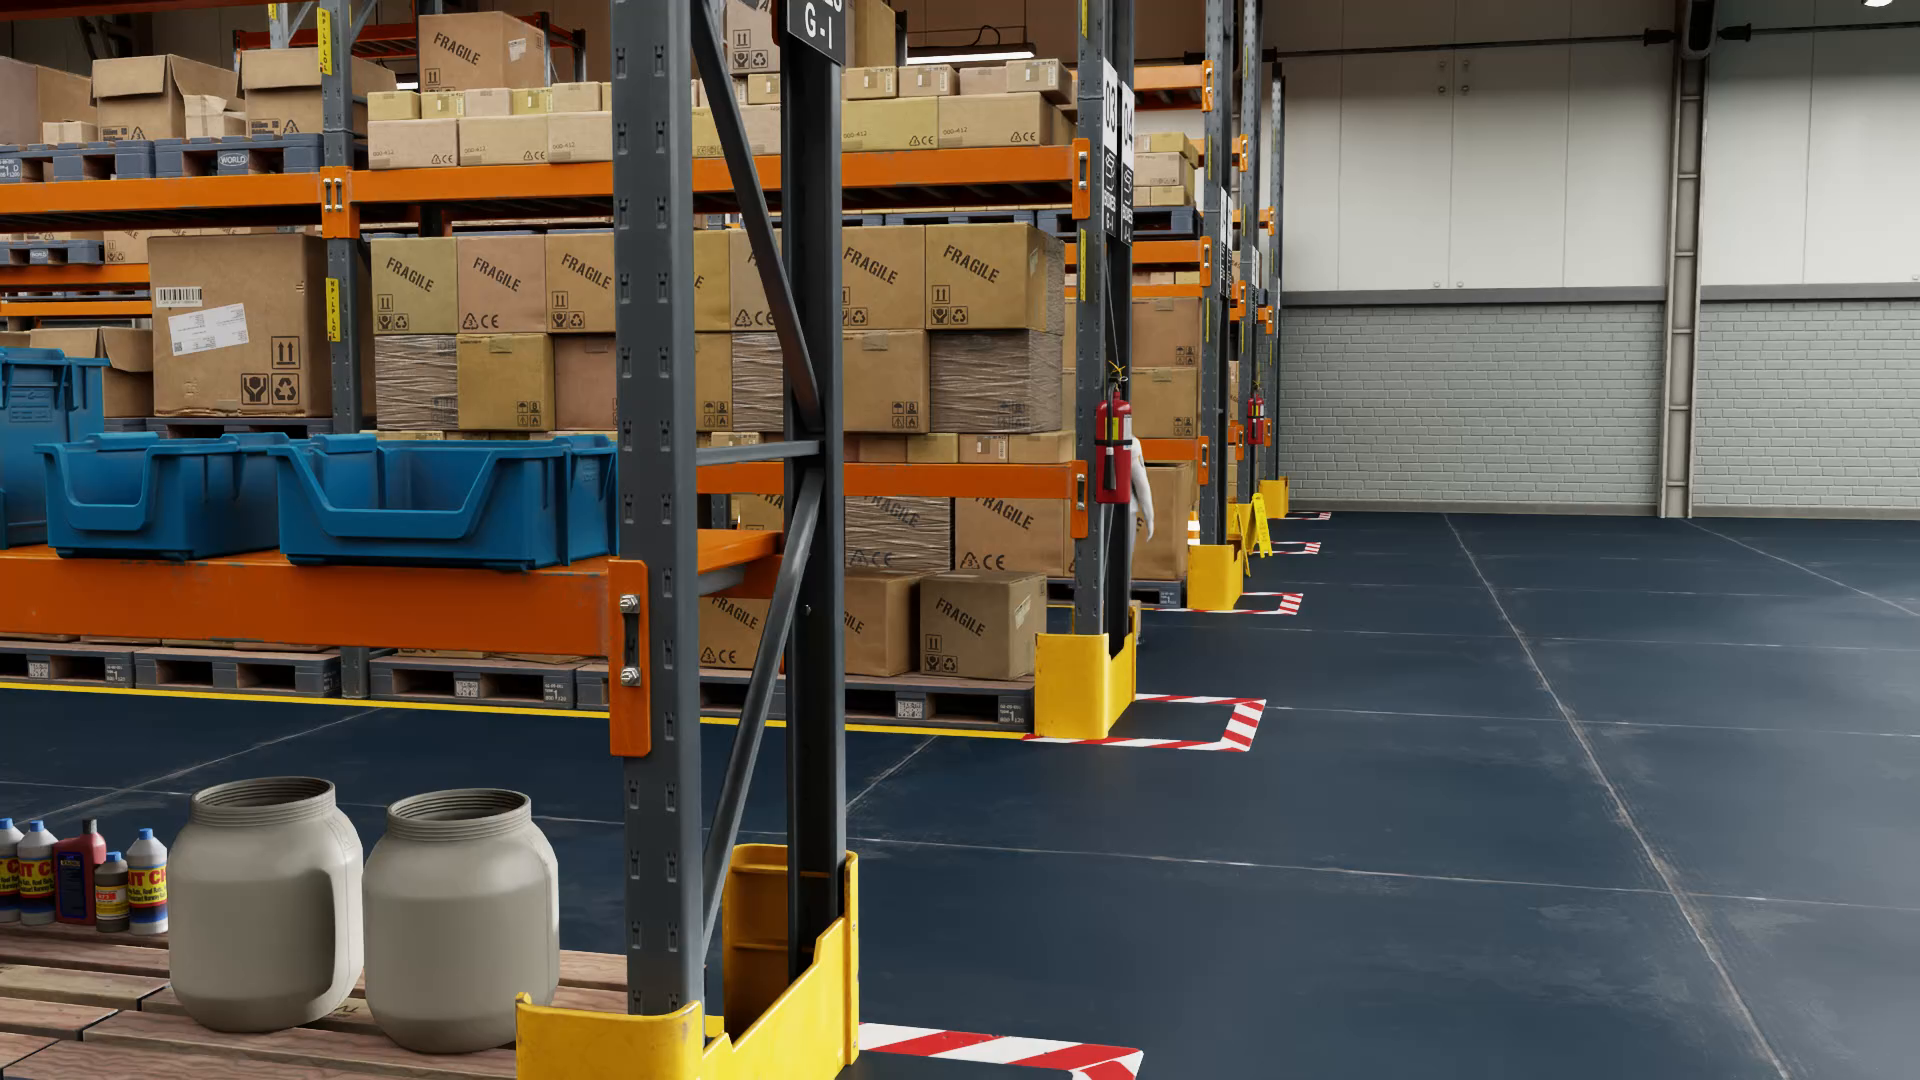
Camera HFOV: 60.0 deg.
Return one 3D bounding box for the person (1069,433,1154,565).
[{"bbox_3d":[0.980,-0.105,10.694,0.540,1.732,0.367,2,5,25],"label":"person"}]
